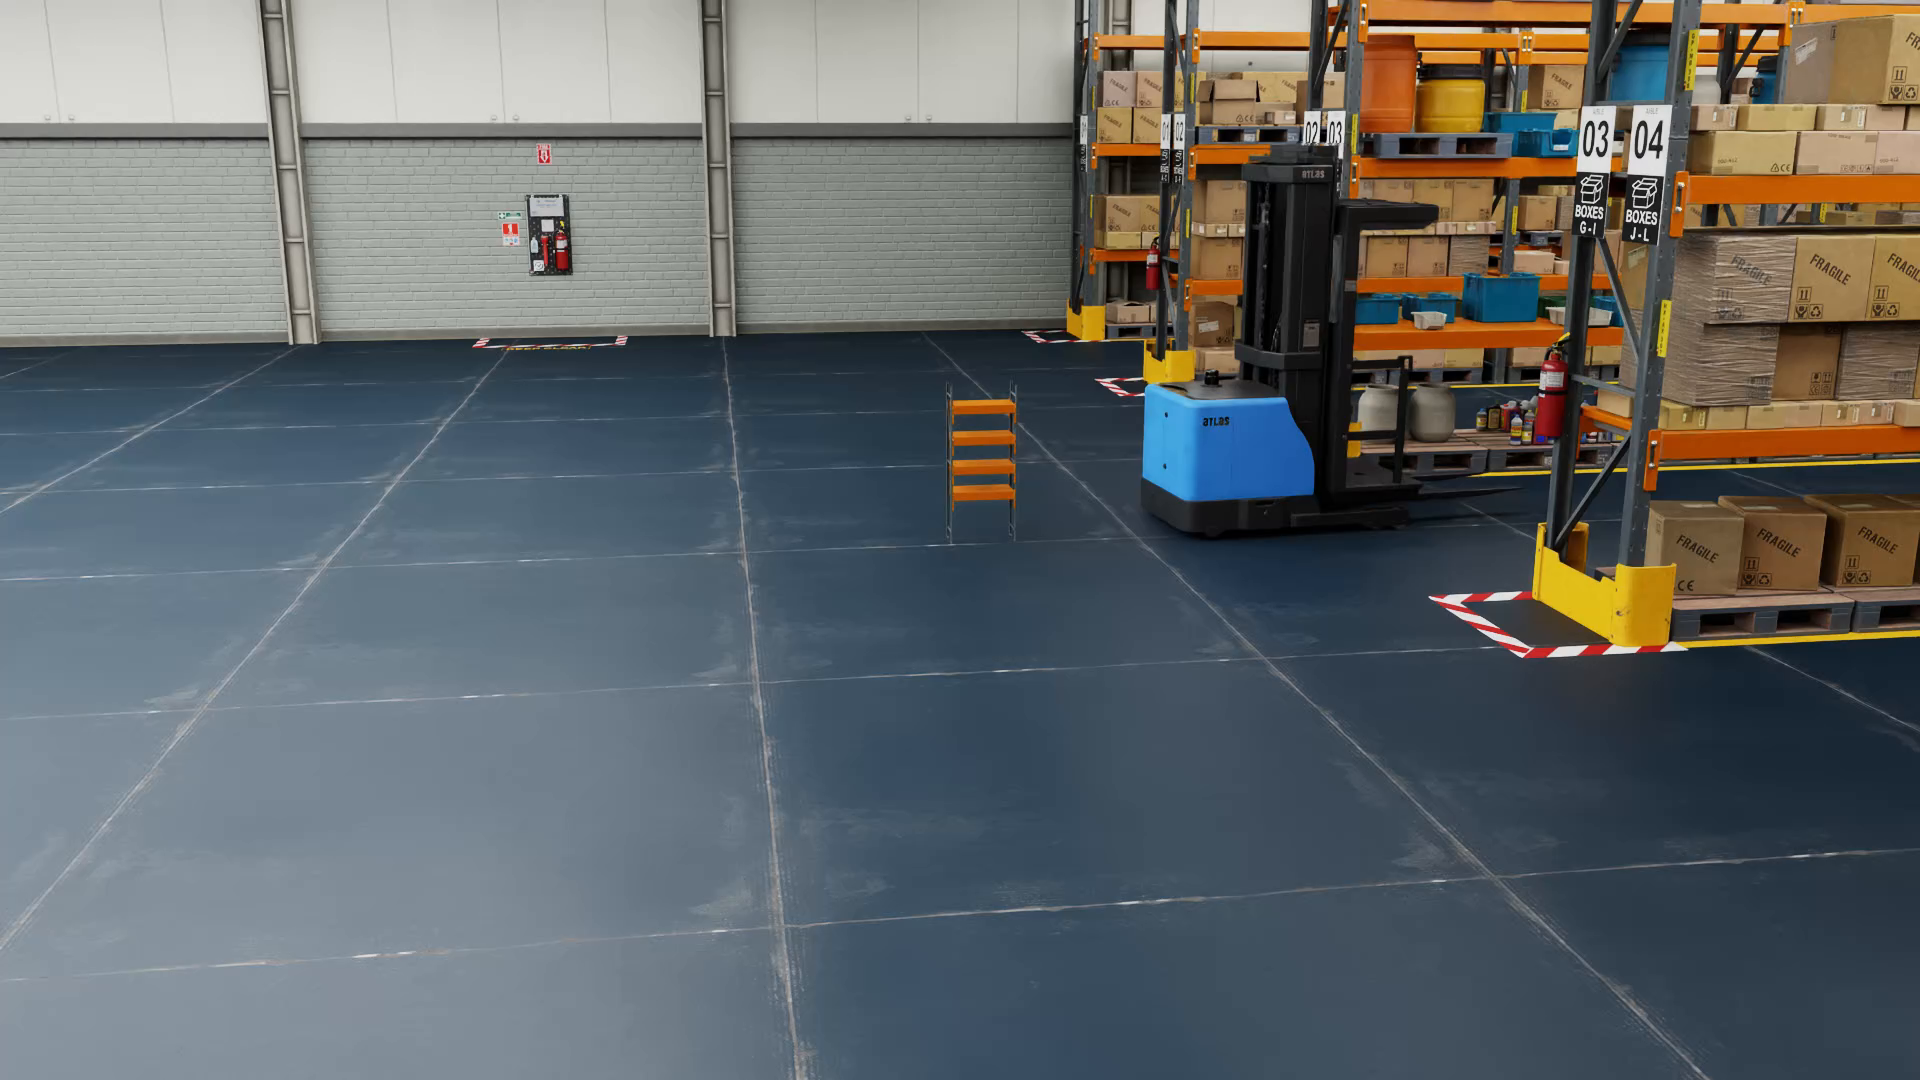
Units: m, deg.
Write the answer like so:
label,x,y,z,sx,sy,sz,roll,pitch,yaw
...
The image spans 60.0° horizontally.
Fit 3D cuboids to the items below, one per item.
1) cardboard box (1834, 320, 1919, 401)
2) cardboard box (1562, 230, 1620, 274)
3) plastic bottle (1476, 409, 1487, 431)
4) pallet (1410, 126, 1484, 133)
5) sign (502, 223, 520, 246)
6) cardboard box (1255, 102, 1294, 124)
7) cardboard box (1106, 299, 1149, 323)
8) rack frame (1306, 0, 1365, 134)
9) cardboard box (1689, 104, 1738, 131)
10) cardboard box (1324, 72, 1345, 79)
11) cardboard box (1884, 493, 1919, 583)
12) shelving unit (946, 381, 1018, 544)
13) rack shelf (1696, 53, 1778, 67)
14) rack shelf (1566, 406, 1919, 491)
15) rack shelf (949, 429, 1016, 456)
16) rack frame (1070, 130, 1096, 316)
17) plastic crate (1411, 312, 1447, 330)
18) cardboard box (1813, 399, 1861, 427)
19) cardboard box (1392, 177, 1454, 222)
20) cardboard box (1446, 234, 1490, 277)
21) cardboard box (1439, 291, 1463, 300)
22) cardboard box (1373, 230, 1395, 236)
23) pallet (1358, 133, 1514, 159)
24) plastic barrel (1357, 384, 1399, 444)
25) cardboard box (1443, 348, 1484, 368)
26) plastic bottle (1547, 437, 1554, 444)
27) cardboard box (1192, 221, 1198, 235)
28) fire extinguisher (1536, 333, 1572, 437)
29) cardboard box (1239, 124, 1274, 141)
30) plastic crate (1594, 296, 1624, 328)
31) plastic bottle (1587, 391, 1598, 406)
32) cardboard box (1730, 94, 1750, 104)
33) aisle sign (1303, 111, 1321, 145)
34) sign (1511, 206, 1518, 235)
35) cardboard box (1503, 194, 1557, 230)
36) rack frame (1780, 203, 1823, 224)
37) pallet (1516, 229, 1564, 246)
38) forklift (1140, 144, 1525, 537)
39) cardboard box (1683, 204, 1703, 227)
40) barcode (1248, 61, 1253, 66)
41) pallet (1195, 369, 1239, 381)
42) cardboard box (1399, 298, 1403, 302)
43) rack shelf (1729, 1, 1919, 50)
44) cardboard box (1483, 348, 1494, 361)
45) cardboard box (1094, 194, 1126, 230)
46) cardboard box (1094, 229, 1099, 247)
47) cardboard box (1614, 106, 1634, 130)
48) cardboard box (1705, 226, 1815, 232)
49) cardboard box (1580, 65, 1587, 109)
label,x,y,z,sx,sy,sz,roll,pitch,yaw
cardboard box,5.547,-1.205,10.544,0.500,0.500,0.875,-2,14,-8
cardboard box,7.787,-3.564,20.560,0.500,0.500,0.500,-1,14,-4
plastic bottle,5.034,-1.164,16.044,0.097,0.201,0.097,0,14,0
pallet,5.665,-4.847,19.899,1.213,0.211,1.003,-2,14,-8
sign,-6.574,-4.476,24.332,0.234,0.329,0.001,-2,14,-8
cardboard box,3.649,-5.086,19.828,0.500,0.250,0.500,-2,14,-8
cardboard box,2.505,-3.431,24.861,0.500,0.311,0.500,-4,15,-15
rack frame,3.283,-5.046,14.342,0.127,3.000,1.000,-2,14,-8
cardboard box,4.328,-2.474,9.744,0.250,0.149,0.380,-2,14,-9
cardboard box,5.308,-6.578,24.318,0.500,0.500,0.500,-3,14,-13
cardboard box,6.408,-0.012,10.877,0.500,0.500,0.500,-3,14,-13
shelving unit,0.164,-0.588,12.600,0.503,1.200,0.258,-2,14,-8
rack shelf,11.696,-7.248,25.425,4.000,0.370,1.077,-2,14,-8
rack shelf,5.999,-0.668,10.697,4.000,0.370,1.077,-2,14,-8
rack shelf,0.164,-0.740,12.562,0.480,0.148,0.258,-2,14,-8
rack frame,1.808,-4.519,24.574,0.127,3.000,1.000,-2,14,-8
plastic crate,4.216,-1.963,14.924,0.250,0.136,0.298,-2,14,-8
cardboard box,5.331,-0.807,10.289,0.250,0.149,0.380,-2,14,-8
cardboard box,5.567,-4.114,20.087,0.500,0.500,0.700,-2,14,-8
cardboard box,6.067,-3.503,20.319,0.500,0.500,0.700,-2,14,-10
cardboard box,7.502,-3.735,25.682,0.500,0.500,0.700,-2,14,-8
cardboard box,5.012,-3.728,19.883,0.250,0.149,0.380,-2,14,-7
pallet,4.116,-3.506,14.755,1.213,0.211,1.003,-2,14,-8
plastic barrel,3.923,-1.175,15.491,0.421,0.512,0.421,0,14,0
cardboard box,6.079,-2.273,20.408,0.500,0.250,0.500,-2,14,-8
plastic bottle,5.462,-1.029,15.362,0.097,0.271,0.097,0,14,0
cardboard box,2.899,-3.750,19.970,0.250,0.149,0.380,-2,14,-9
fire extinguisher,3.839,-1.013,10.756,0.183,0.674,0.296,-2,14,-8
cardboard box,4.256,-6.055,24.285,0.500,0.500,0.500,-3,14,-11
plastic crate,6.185,-2.103,15.247,0.616,0.251,0.499,-2,14,-8
plastic bottle,6.192,-1.273,16.172,0.185,0.351,0.144,-3,14,-11
cardboard box,11.741,-6.627,25.702,0.500,0.500,0.700,-2,14,-8
aisle sign,3.168,-3.466,15.030,0.004,0.787,0.394,-2,14,-8
sign,6.589,-3.797,19.754,0.005,0.325,0.100,-2,14,-8
cardboard box,8.706,-5.024,25.480,0.500,0.500,0.700,-3,14,-14
rack frame,10.460,-3.617,20.979,0.127,3.000,1.000,-2,14,-8
pallet,9.029,-4.664,25.548,1.003,0.211,1.213,-2,14,-8
forklift,3.042,-1.618,13.148,3.031,2.935,1.130,-4,15,-14
cardboard box,11.247,-5.002,25.641,0.500,0.500,0.500,-2,14,-9
barcode,4.324,-7.093,24.767,0.075,0.075,0.001,-2,14,-8
pallet,3.299,-2.013,20.313,1.213,0.211,1.003,-2,14,-8
cardboard box,5.506,-2.745,20.747,0.500,0.500,0.500,-2,14,-8
rack shelf,9.217,-4.720,15.345,4.000,0.370,1.077,-2,14,-8
cardboard box,6.871,-2.427,21.022,0.500,0.250,0.500,-2,14,-9
cardboard box,2.242,-4.888,24.770,0.500,0.500,0.500,-2,14,-9
cardboard box,2.241,-4.519,24.843,0.500,0.250,0.500,-2,14,-7
cardboard box,4.249,-2.605,10.265,0.250,0.149,0.380,-2,14,-8
cardboard box,5.022,-1.721,10.545,0.500,0.500,0.500,-2,14,-8
cardboard box,7.680,-5.461,20.068,0.500,0.500,0.500,-1,14,-3
